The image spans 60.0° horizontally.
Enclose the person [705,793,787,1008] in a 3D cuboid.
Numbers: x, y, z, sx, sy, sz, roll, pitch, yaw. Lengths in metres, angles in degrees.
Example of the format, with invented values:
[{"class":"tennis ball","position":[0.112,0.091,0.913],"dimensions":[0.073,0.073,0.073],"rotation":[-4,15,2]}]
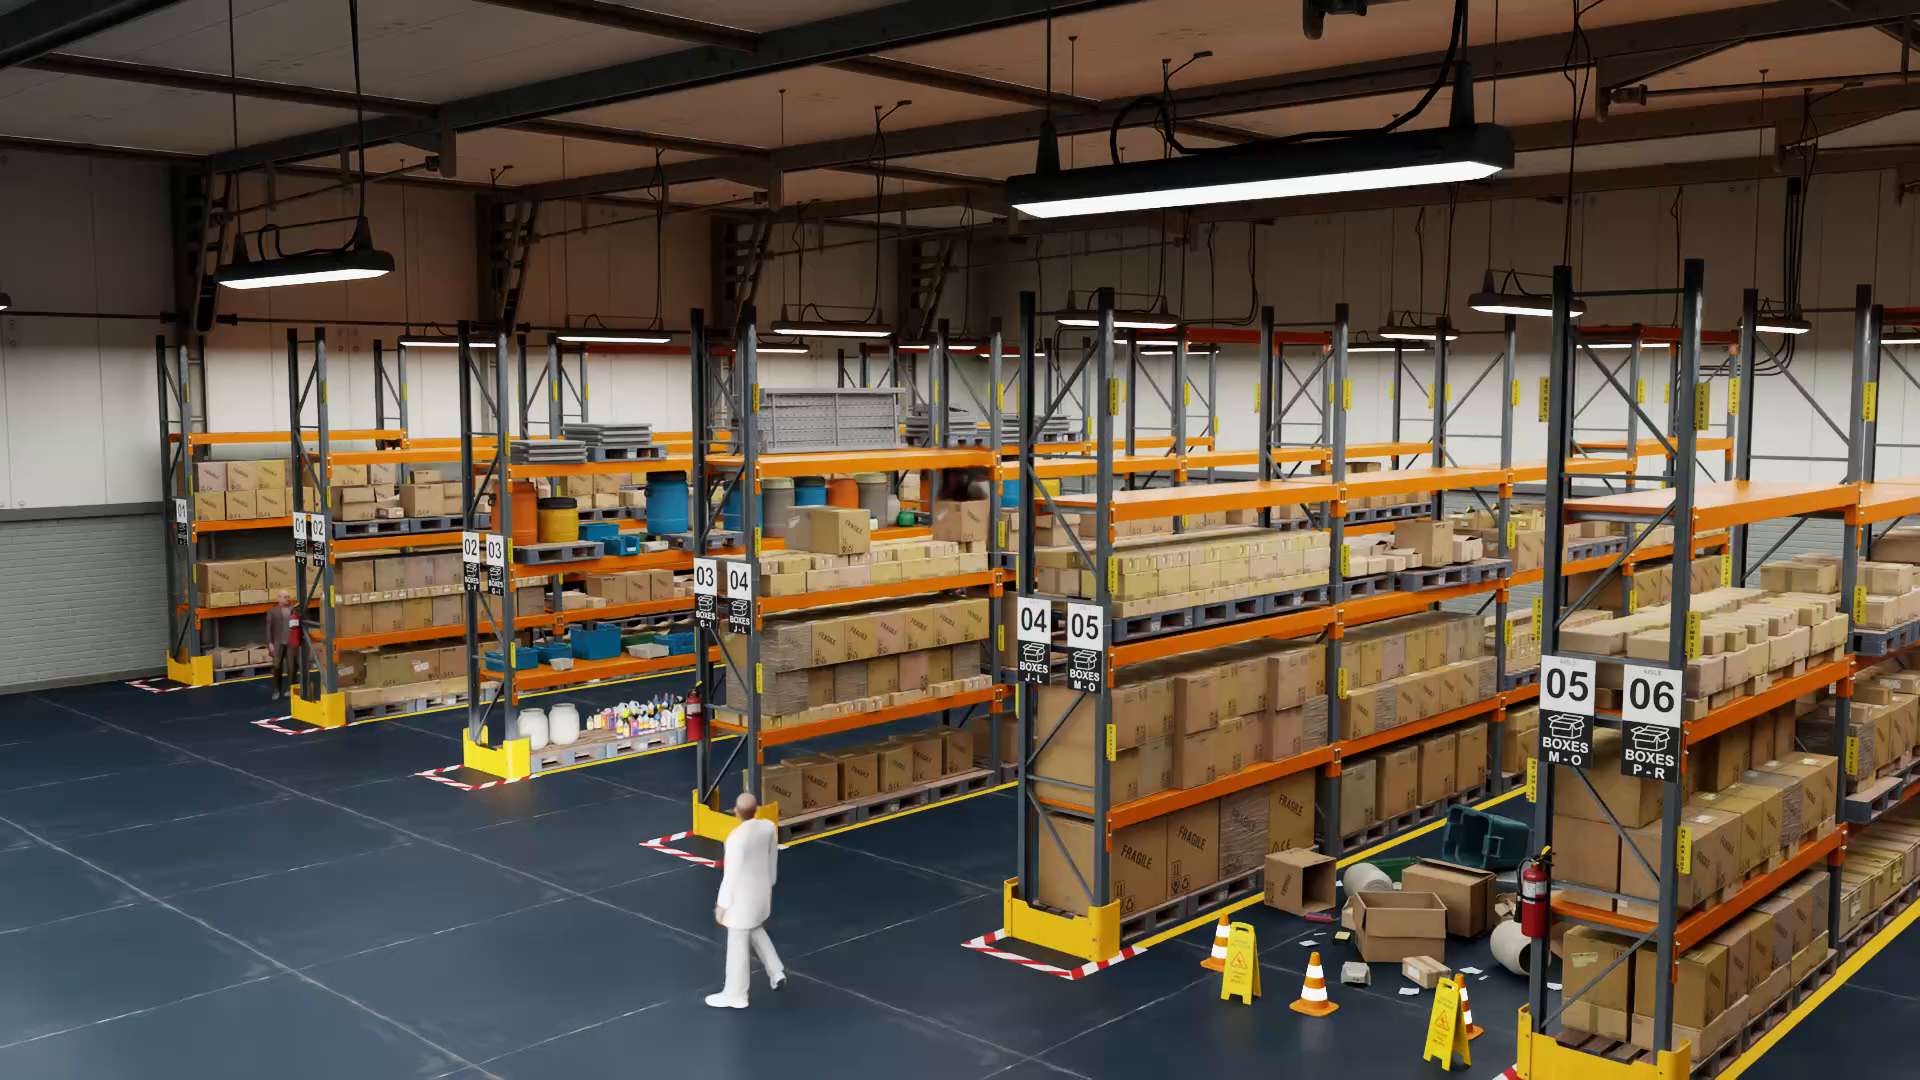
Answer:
[{"class":"person","position":[-1.764,2.968,13.855],"dimensions":[0.566,1.779,0.660],"rotation":[3,6,25]}]

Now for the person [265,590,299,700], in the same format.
[{"class":"person","position":[-11.128,1.744,27.460],"dimensions":[0.612,1.837,0.491],"rotation":[-2,6,-21]}]
